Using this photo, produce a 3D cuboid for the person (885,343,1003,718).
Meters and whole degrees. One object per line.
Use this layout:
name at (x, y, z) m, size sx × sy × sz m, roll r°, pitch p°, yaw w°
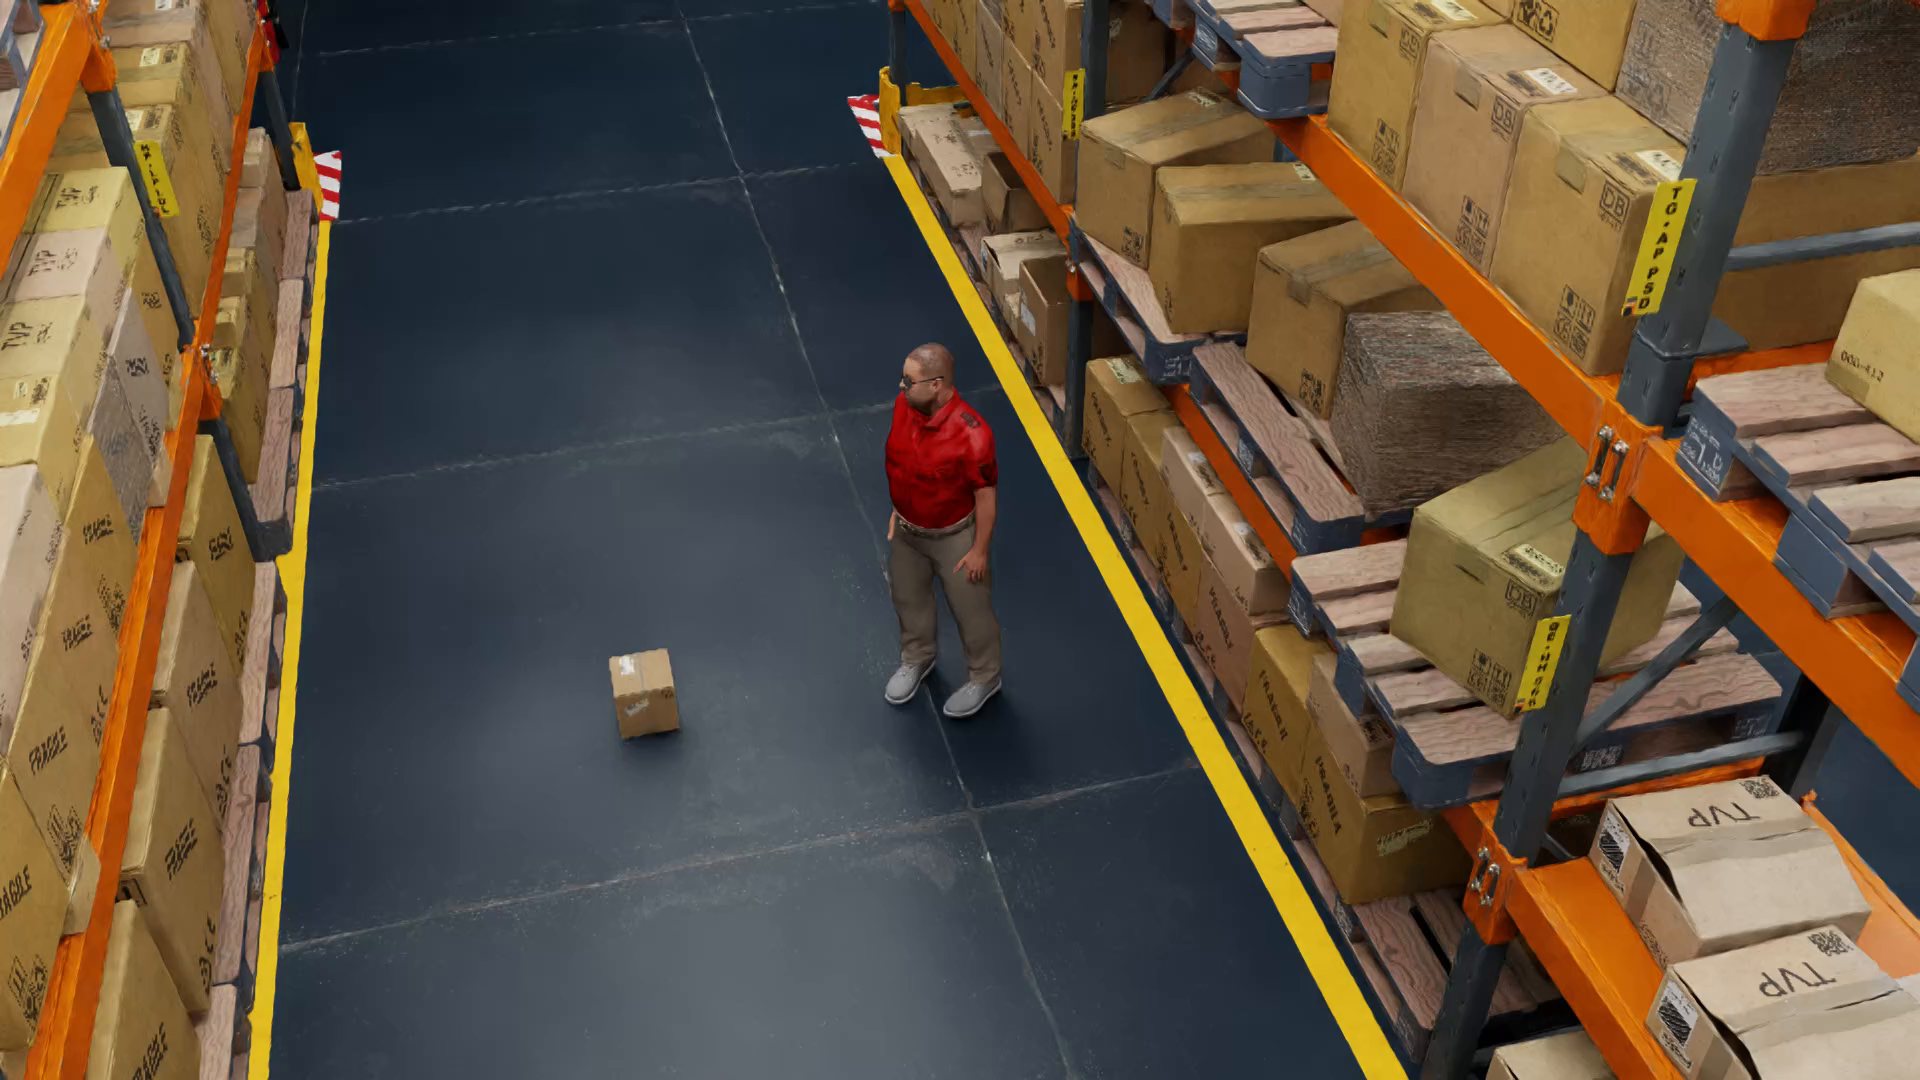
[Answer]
person at (-0.098, -0.027, 6.744) m, size 0.541 × 1.729 × 0.420 m, roll 30°, pitch 47°, yaw 32°
